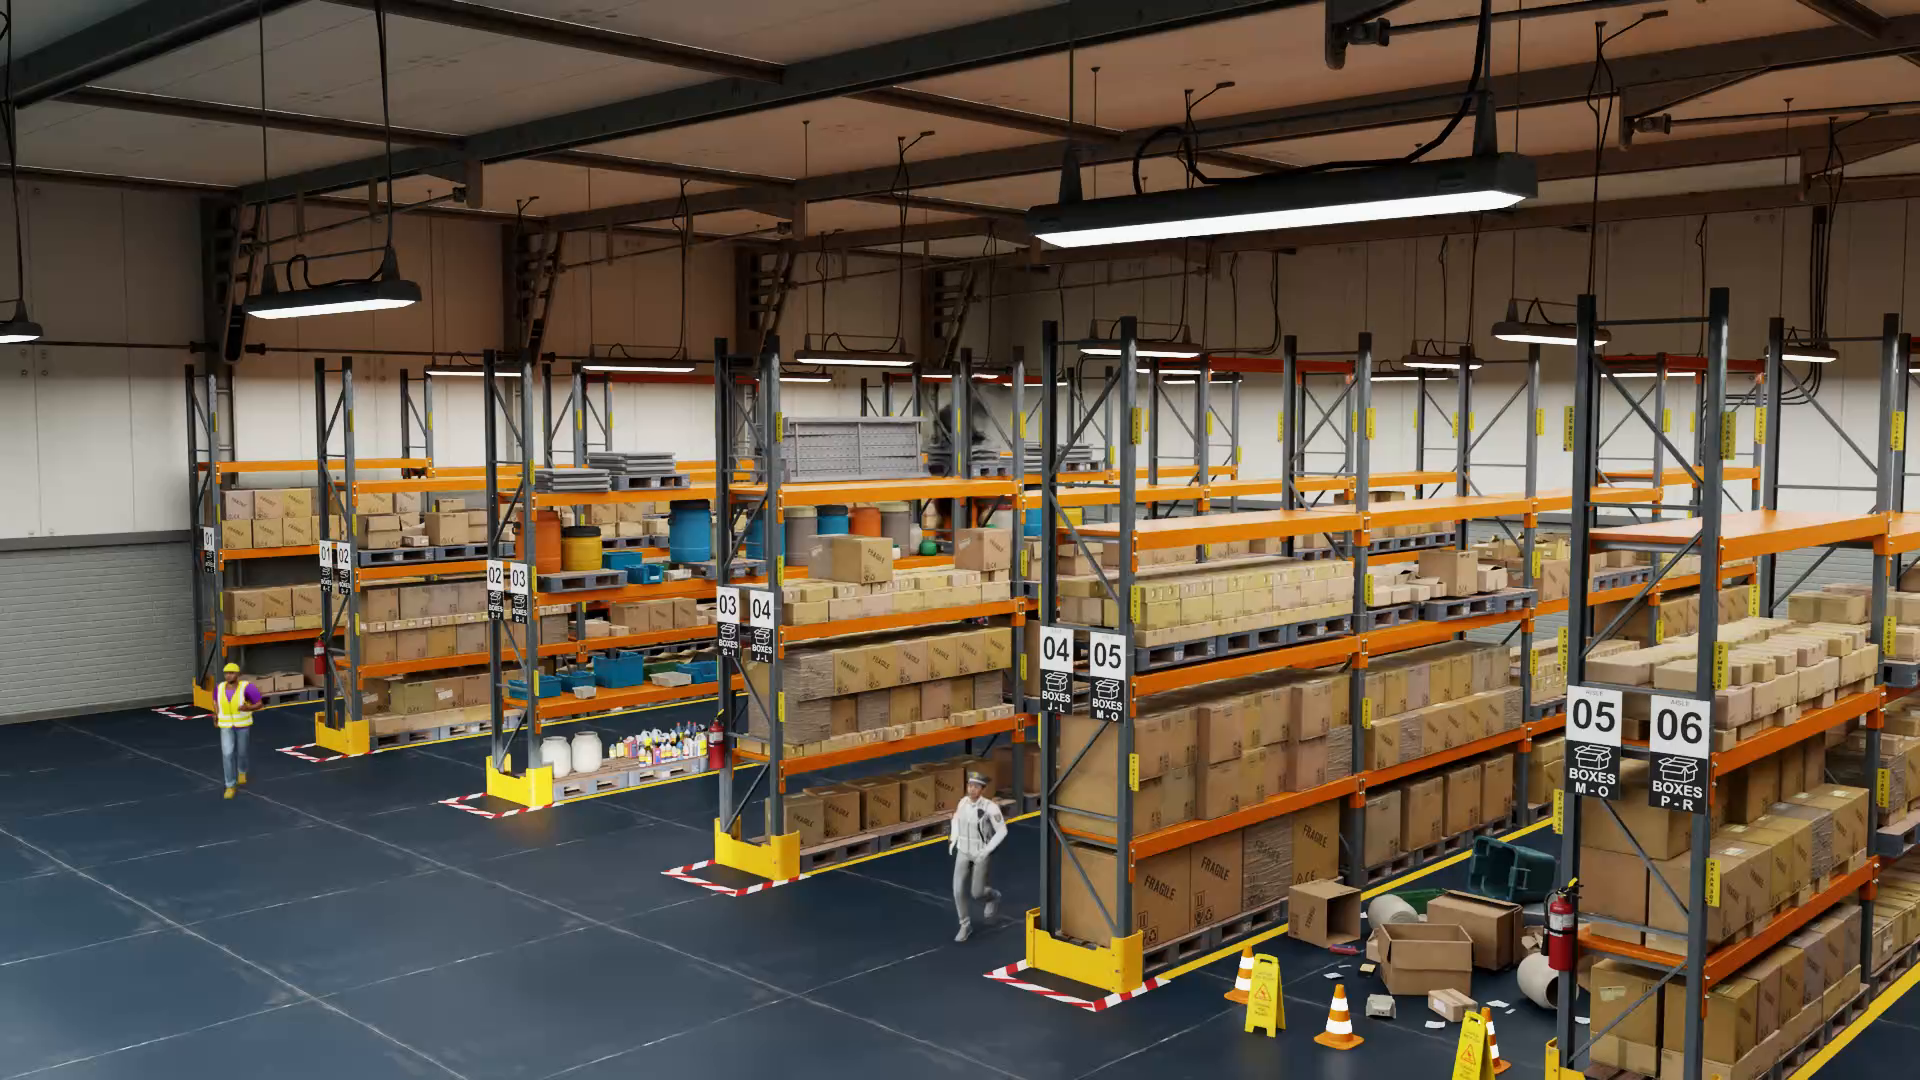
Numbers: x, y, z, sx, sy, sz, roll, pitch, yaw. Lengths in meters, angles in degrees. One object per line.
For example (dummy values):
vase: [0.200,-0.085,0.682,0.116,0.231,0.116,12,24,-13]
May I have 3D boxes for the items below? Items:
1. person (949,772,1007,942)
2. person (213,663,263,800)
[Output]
person: [0.188,3.097,16.489,0.653,1.680,0.711,3,5,30]
person: [-9.814,2.548,22.587,0.676,1.794,0.909,-1,5,-14]
